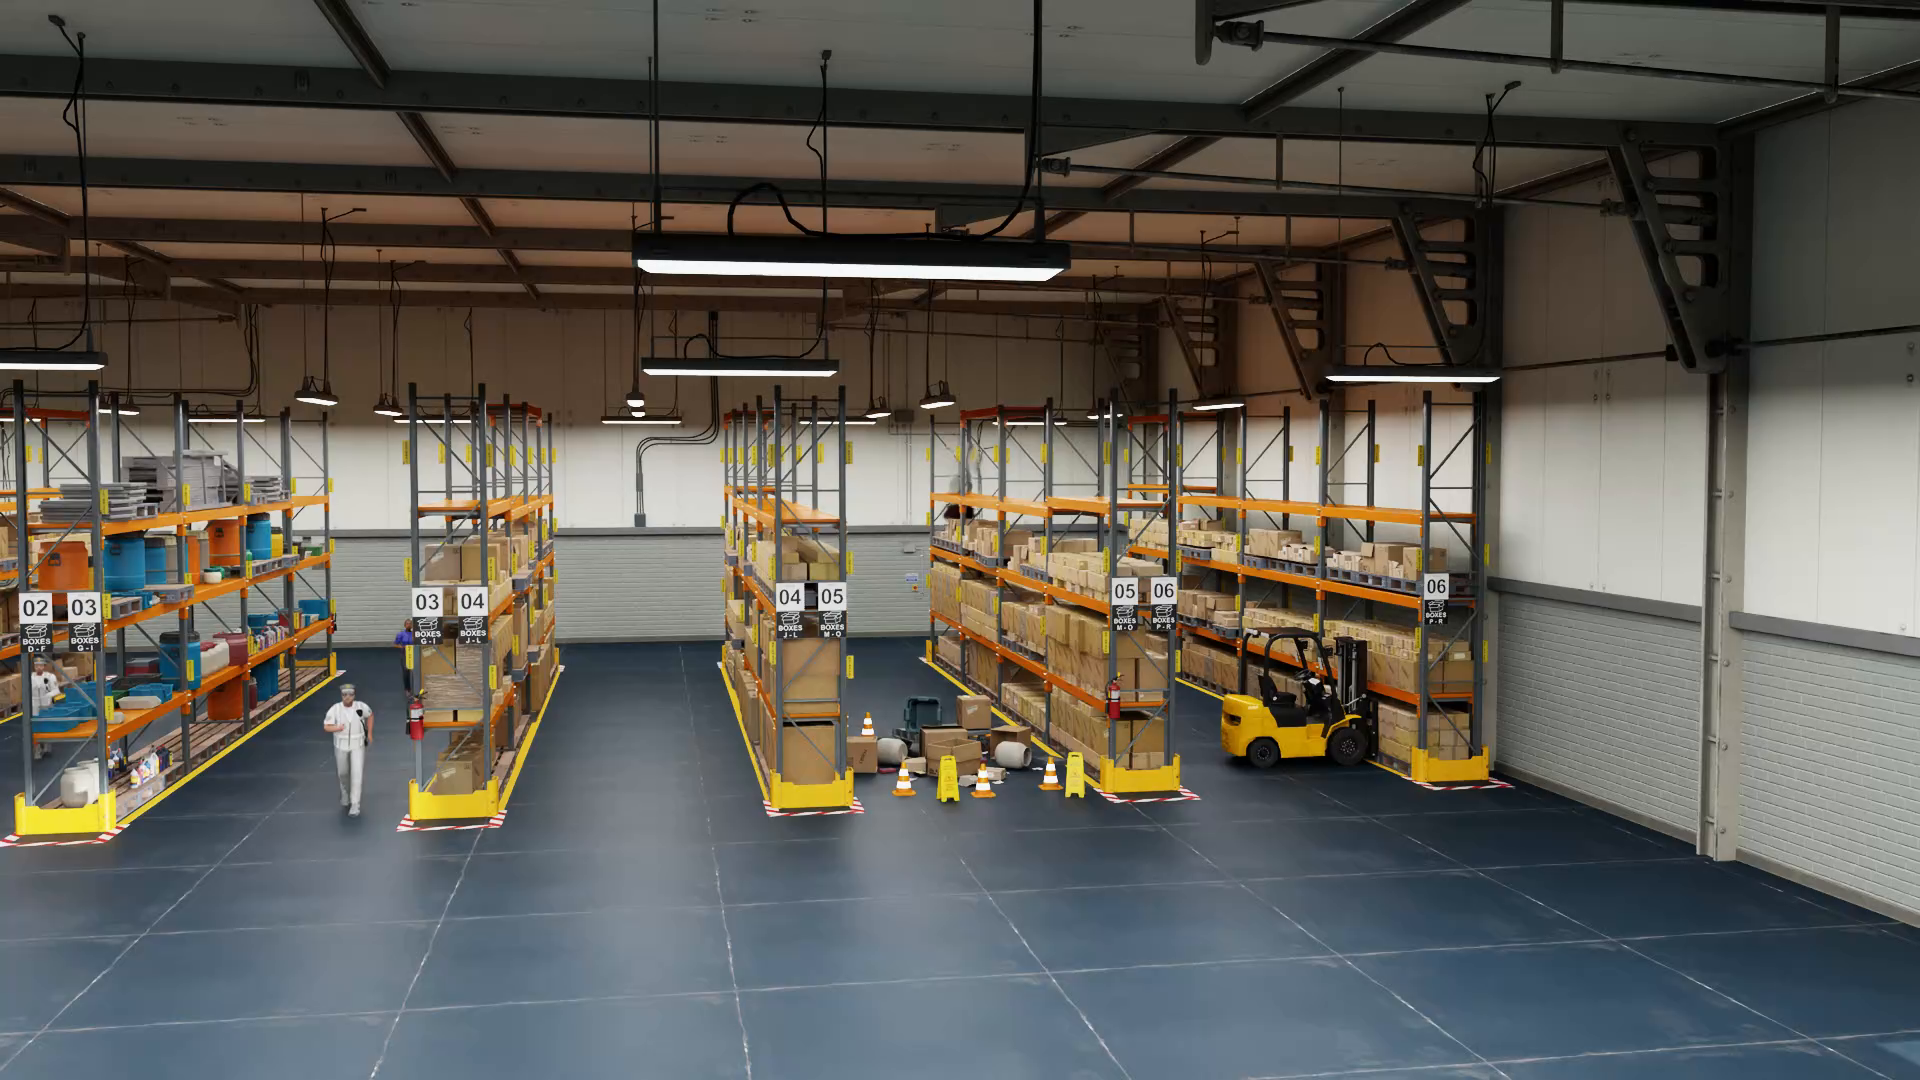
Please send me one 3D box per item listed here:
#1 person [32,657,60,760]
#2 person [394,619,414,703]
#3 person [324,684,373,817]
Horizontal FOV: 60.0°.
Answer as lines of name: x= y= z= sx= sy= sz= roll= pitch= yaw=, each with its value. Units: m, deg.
person: x=-15.235 y=2.788 z=27.584 sx=0.546 sy=1.733 sz=0.833 roll=-1 pitch=3 yaw=-26
person: x=-11.242 y=2.447 z=33.908 sx=0.569 sy=1.696 sz=0.851 roll=-1 pitch=3 yaw=-19
person: x=-8.603 y=2.917 z=23.417 sx=0.641 sy=1.812 sz=0.914 roll=-1 pitch=3 yaw=-17
